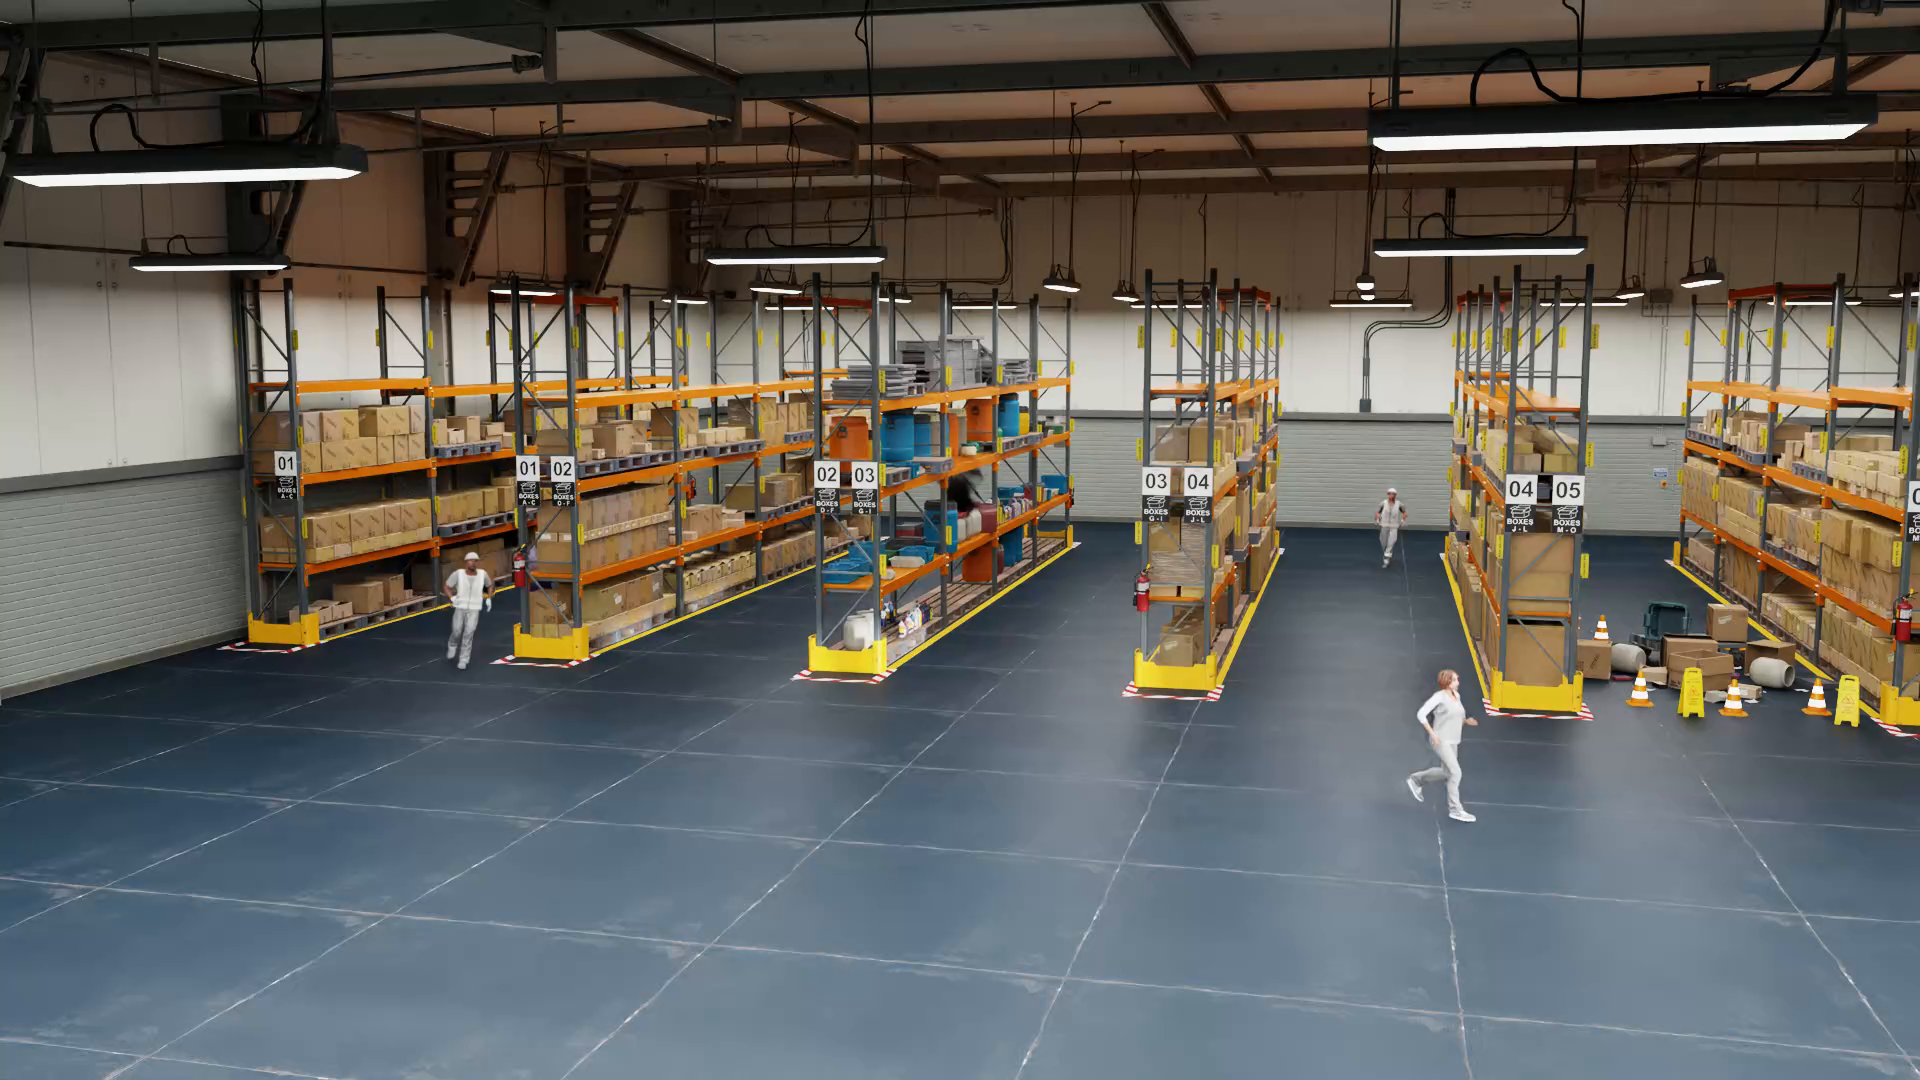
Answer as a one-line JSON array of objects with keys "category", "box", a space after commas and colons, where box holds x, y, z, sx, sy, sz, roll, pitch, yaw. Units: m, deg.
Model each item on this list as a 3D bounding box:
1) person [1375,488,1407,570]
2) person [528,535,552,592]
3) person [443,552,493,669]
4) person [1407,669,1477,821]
[{"category": "person", "box": [9.520, -0.264, 36.777, 0.686, 1.779, 0.902, 2, 7, 18]}, {"category": "person", "box": [-7.363, 0.714, 29.105, 0.570, 1.688, 0.796, 1, 7, 7]}, {"category": "person", "box": [-7.563, 1.062, 25.636, 0.744, 1.735, 0.953, -2, 7, -20]}, {"category": "person", "box": [5.053, 2.122, 17.465, 0.538, 1.575, 0.804, -7, 10, -45]}]
